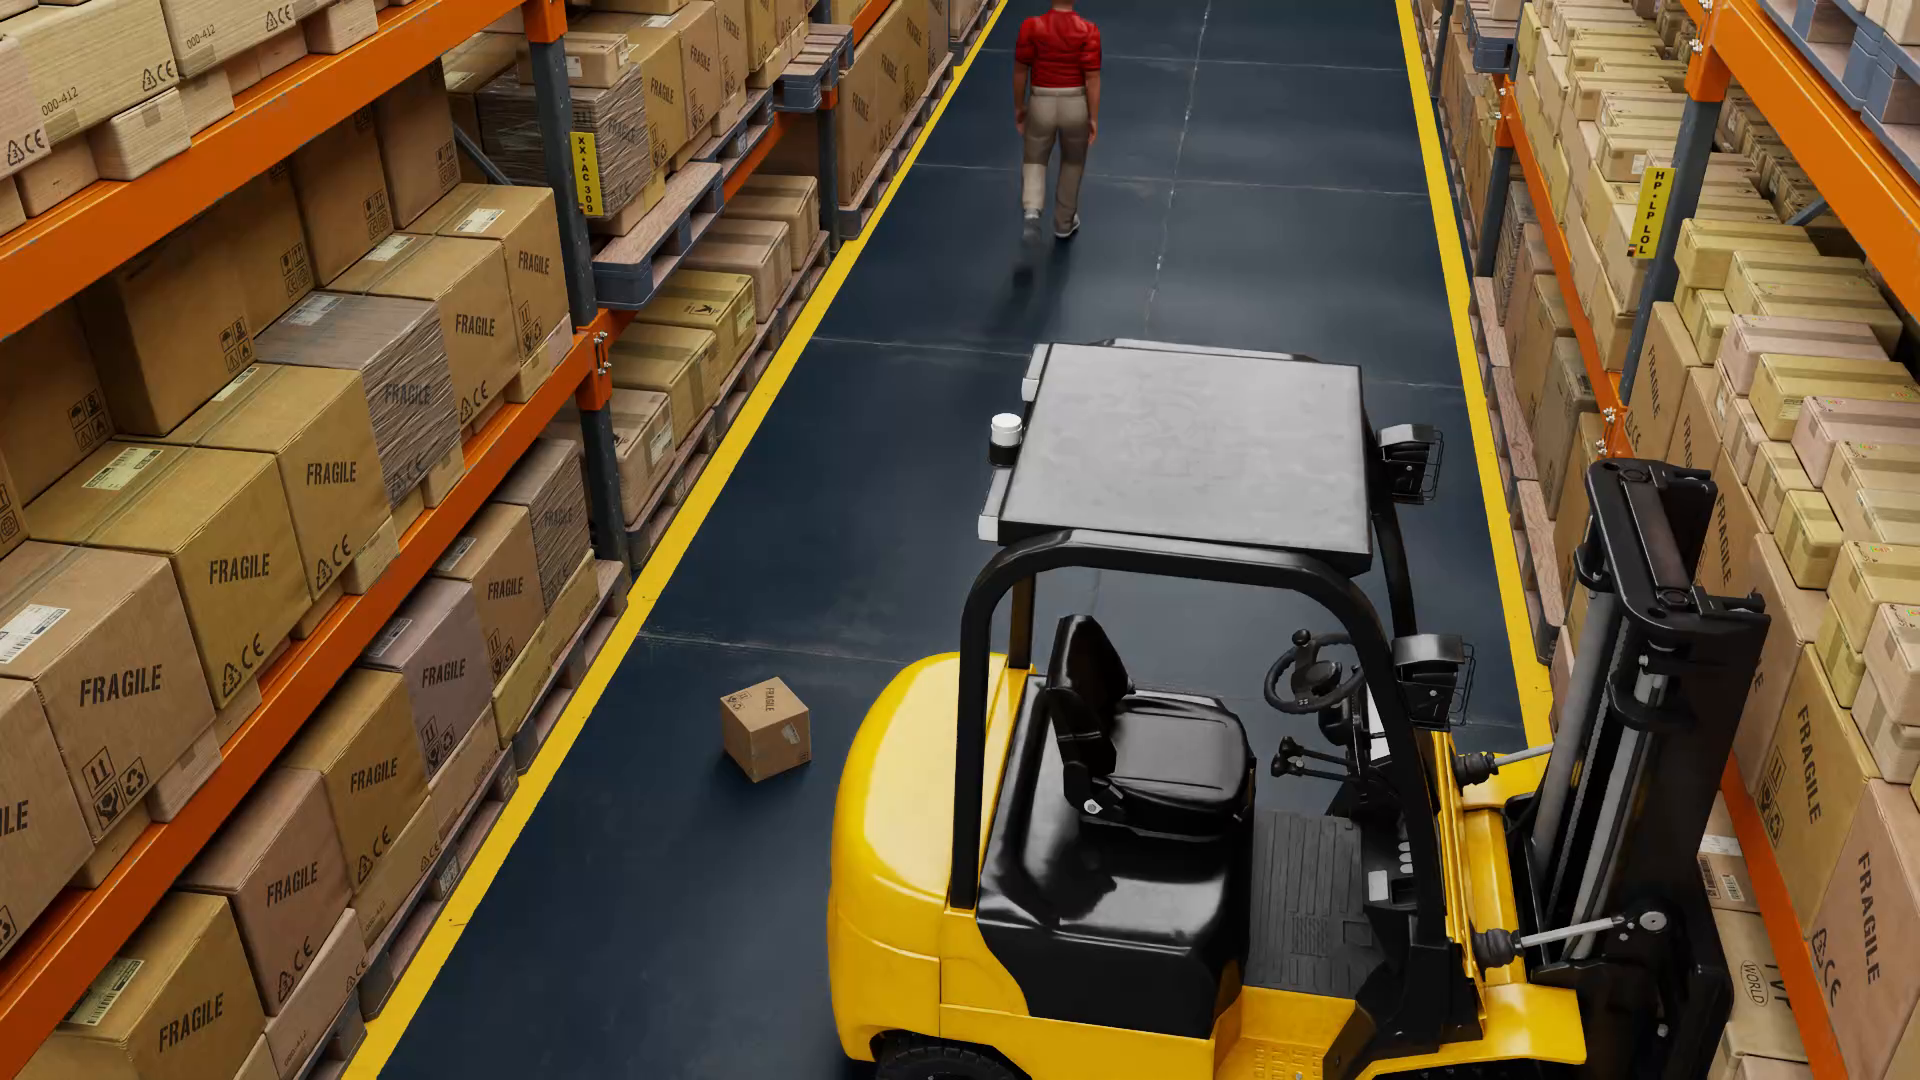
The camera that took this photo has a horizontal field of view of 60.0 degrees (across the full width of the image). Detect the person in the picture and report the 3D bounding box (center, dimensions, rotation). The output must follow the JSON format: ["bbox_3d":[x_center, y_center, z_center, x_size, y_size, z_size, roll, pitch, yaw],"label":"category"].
[{"bbox_3d":[0.596,-2.660,10.355,0.549,1.697,0.772,5,33,8],"label":"person"}]
